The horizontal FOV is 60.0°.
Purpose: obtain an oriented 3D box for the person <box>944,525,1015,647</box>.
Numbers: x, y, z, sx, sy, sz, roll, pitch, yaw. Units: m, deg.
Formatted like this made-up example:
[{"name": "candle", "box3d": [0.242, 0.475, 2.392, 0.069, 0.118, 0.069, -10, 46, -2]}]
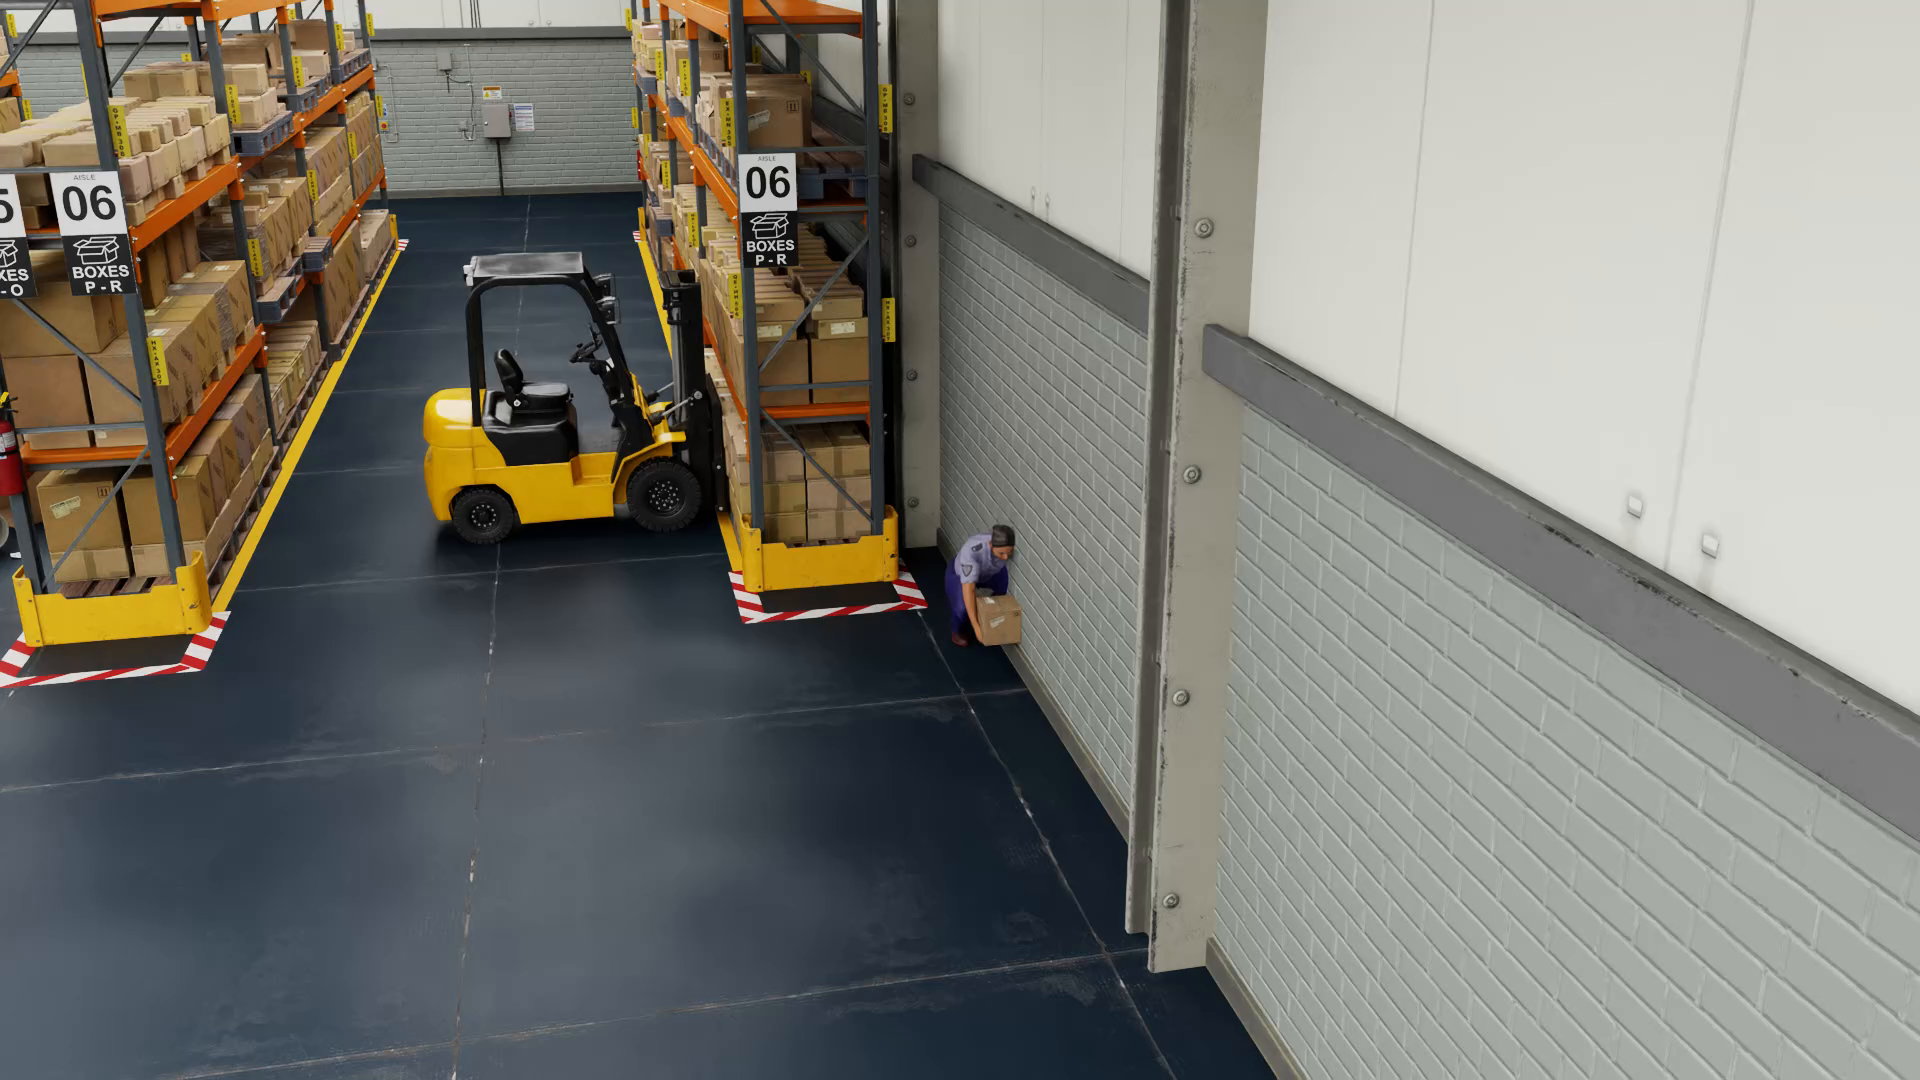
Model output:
[{"name": "person", "box3d": [0.184, 0.286, 11.349, 0.527, 0.949, 0.850, -5, 20, -12]}]
